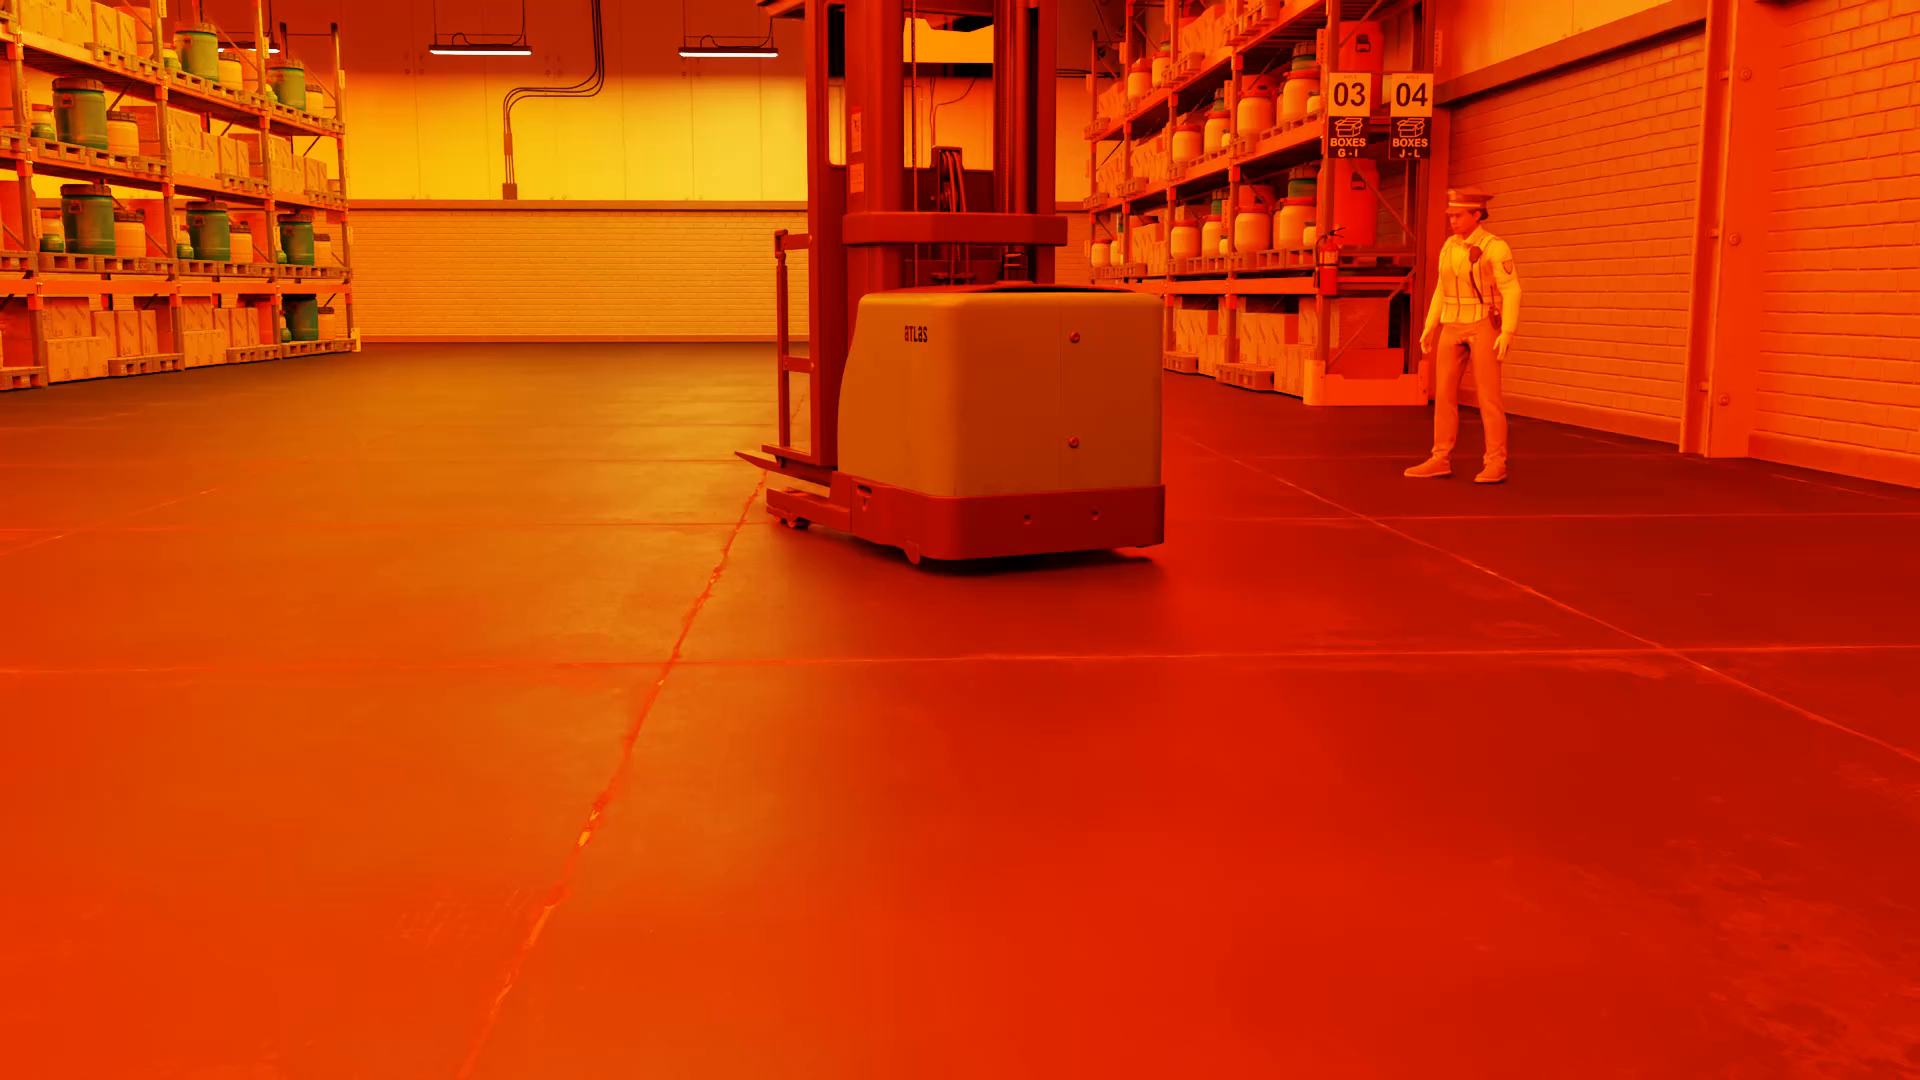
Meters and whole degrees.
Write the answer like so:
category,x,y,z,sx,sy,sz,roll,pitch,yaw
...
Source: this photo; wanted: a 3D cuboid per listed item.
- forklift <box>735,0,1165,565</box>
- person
category,x,y,z,sx,sy,sz,roll,pitch,yaw
forklift,-0.264,-1.530,7.637,1.130,2.935,3.031,-4,9,-25
person,2.936,-1.182,9.628,0.418,1.670,0.613,-6,10,-34
